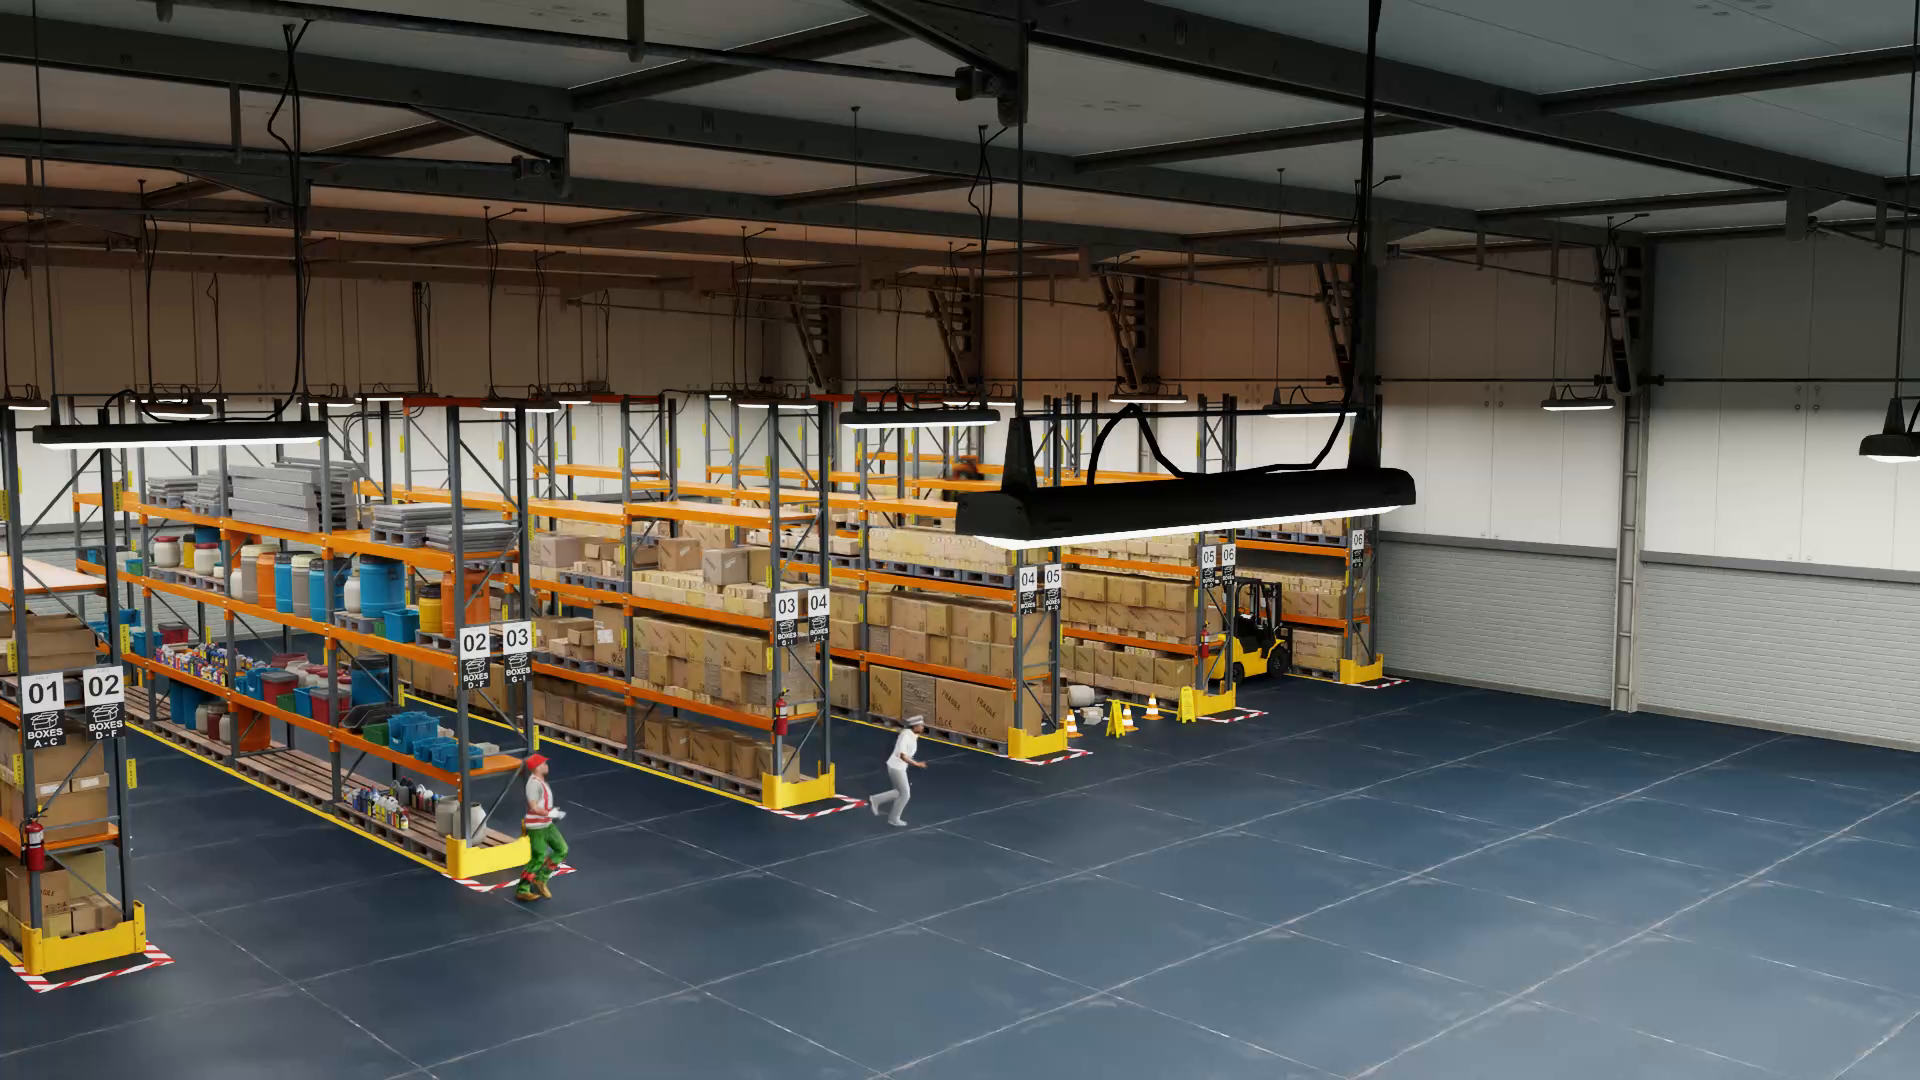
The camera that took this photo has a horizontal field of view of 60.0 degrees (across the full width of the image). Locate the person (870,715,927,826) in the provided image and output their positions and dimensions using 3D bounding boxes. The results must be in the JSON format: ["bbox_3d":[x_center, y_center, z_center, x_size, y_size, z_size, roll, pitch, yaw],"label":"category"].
[{"bbox_3d":[-0.871,3.278,23.716,0.826,1.582,0.590,0,6,2],"label":"person"}]

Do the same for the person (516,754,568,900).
[{"bbox_3d":[-5.100,3.488,20.316,0.622,1.743,0.709,0,6,-2],"label":"person"}]

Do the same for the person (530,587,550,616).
[{"bbox_3d":[-10.346,1.481,41.233,0.629,1.734,0.953,2,6,23],"label":"person"}]
